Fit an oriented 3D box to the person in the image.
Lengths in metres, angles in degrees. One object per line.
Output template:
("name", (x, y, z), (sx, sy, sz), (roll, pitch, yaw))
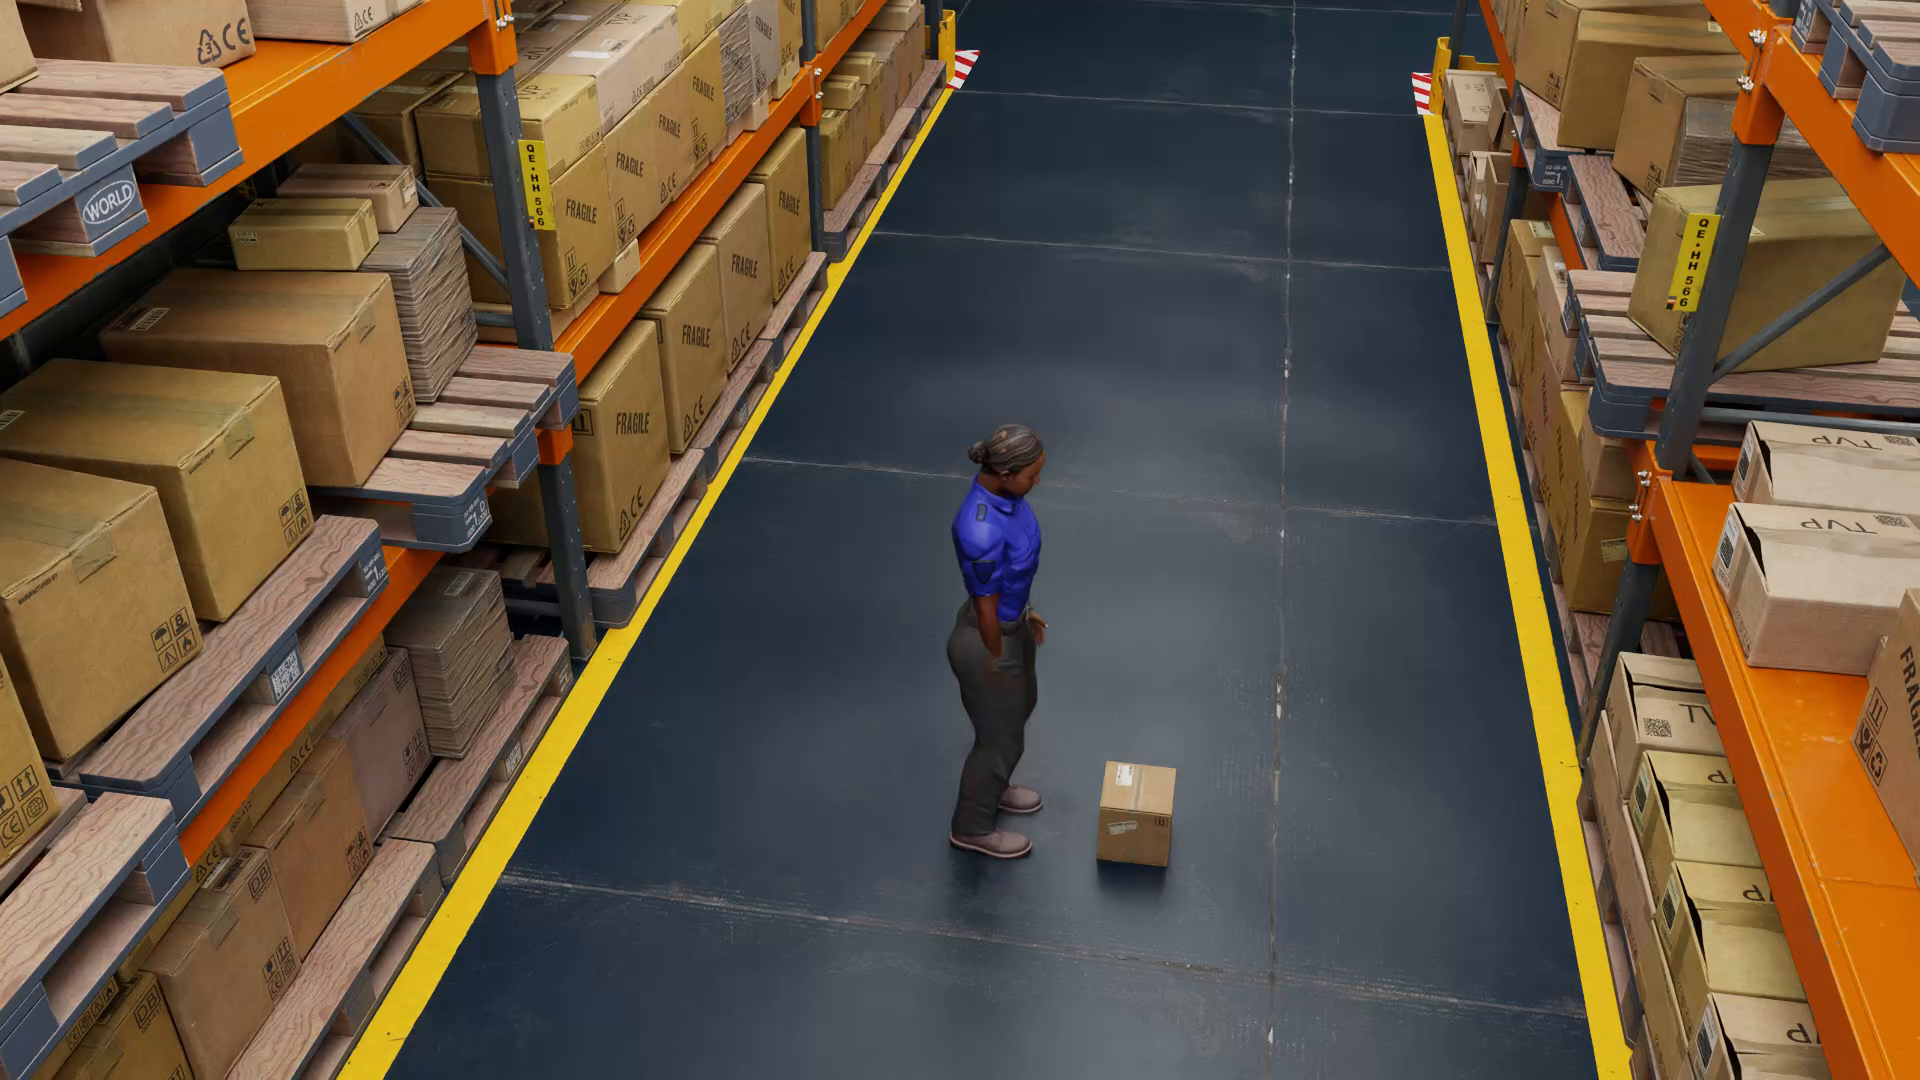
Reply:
("person", (0.133, 0.333, 5.645), (0.314, 1.643, 0.443), (6, 33, 9))
